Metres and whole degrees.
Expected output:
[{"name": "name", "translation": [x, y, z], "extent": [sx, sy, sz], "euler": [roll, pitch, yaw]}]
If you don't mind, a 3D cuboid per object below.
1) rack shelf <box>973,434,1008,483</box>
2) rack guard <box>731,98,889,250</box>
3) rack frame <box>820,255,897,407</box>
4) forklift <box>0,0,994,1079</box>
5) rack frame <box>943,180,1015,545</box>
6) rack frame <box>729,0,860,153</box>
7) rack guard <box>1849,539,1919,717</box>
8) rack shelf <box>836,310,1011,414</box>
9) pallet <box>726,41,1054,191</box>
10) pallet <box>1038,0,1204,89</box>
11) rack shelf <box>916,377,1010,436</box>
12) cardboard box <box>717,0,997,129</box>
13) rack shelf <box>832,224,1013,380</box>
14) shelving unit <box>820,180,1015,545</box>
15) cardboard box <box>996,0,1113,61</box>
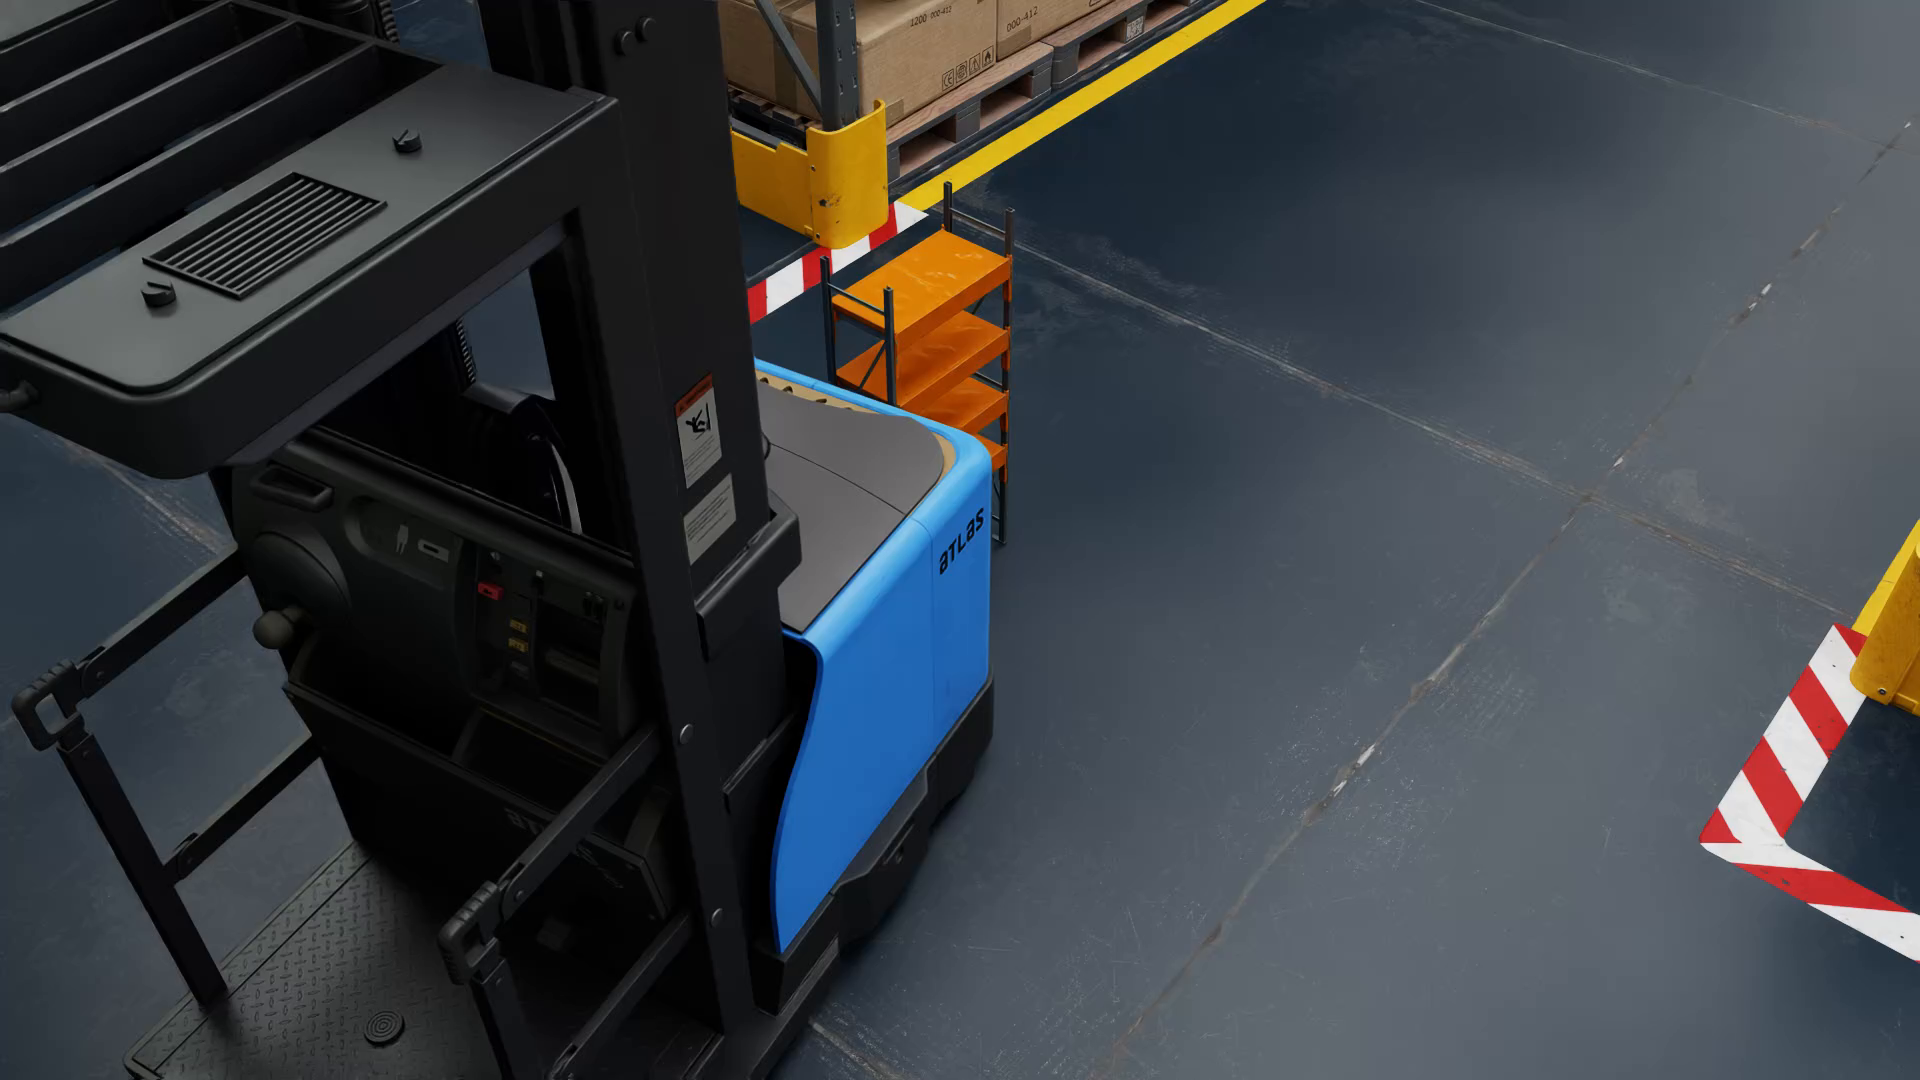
[{"name": "rack shelf", "translation": [-0.107, -0.162, 4.931], "extent": [0.258, 0.148, 0.480], "euler": [29, 50, 28]}, {"name": "rack guard", "translation": [-0.817, -1.643, 6.685], "extent": [1.175, 0.500, 0.348], "euler": [29, 50, 28]}, {"name": "rack frame", "translation": [-0.264, -0.233, 4.614], "extent": [0.240, 1.200, 0.015], "euler": [29, 50, 28]}, {"name": "forklift", "translation": [-1.071, 0.180, 2.874], "extent": [1.130, 2.935, 3.031], "euler": [21, 46, 21]}, {"name": "rack frame", "translation": [0.051, -0.484, 4.891], "extent": [0.240, 1.200, 0.015], "euler": [29, 50, 28]}, {"name": "rack frame", "translation": [-0.801, -2.580, 5.858], "extent": [1.000, 3.000, 0.127], "euler": [29, 50, 28]}, {"name": "rack guard", "translation": [3.101, 0.397, 4.442], "extent": [1.175, 0.500, 0.348], "euler": [29, 50, 28]}, {"name": "rack shelf", "translation": [-0.107, -0.474, 4.647], "extent": [0.258, 0.148, 0.480], "euler": [29, 50, 28]}, {"name": "pallet", "translation": [-0.347, -1.994, 7.286], "extent": [1.003, 0.211, 1.213], "euler": [29, 50, 28]}, {"name": "pallet", "translation": [0.439, -2.619, 7.974], "extent": [1.003, 0.211, 1.213], "euler": [29, 50, 28]}, {"name": "rack shelf", "translation": [-0.107, -0.309, 4.798], "extent": [0.258, 0.148, 0.480], "euler": [29, 50, 28]}, {"name": "cardboard box", "translation": [-0.453, -2.171, 7.000], "extent": [0.875, 0.438, 0.875], "euler": [28, 49, 27]}, {"name": "rack shelf", "translation": [-0.107, -0.649, 4.488], "extent": [0.258, 0.148, 0.480], "euler": [29, 50, 28]}, {"name": "shelving unit", "translation": [-0.107, -0.359, 4.753], "extent": [0.258, 1.200, 0.503], "euler": [29, 50, 28]}, {"name": "cardboard box", "translation": [0.130, -2.646, 7.522], "extent": [0.875, 0.438, 0.875], "euler": [31, 51, 29]}]
